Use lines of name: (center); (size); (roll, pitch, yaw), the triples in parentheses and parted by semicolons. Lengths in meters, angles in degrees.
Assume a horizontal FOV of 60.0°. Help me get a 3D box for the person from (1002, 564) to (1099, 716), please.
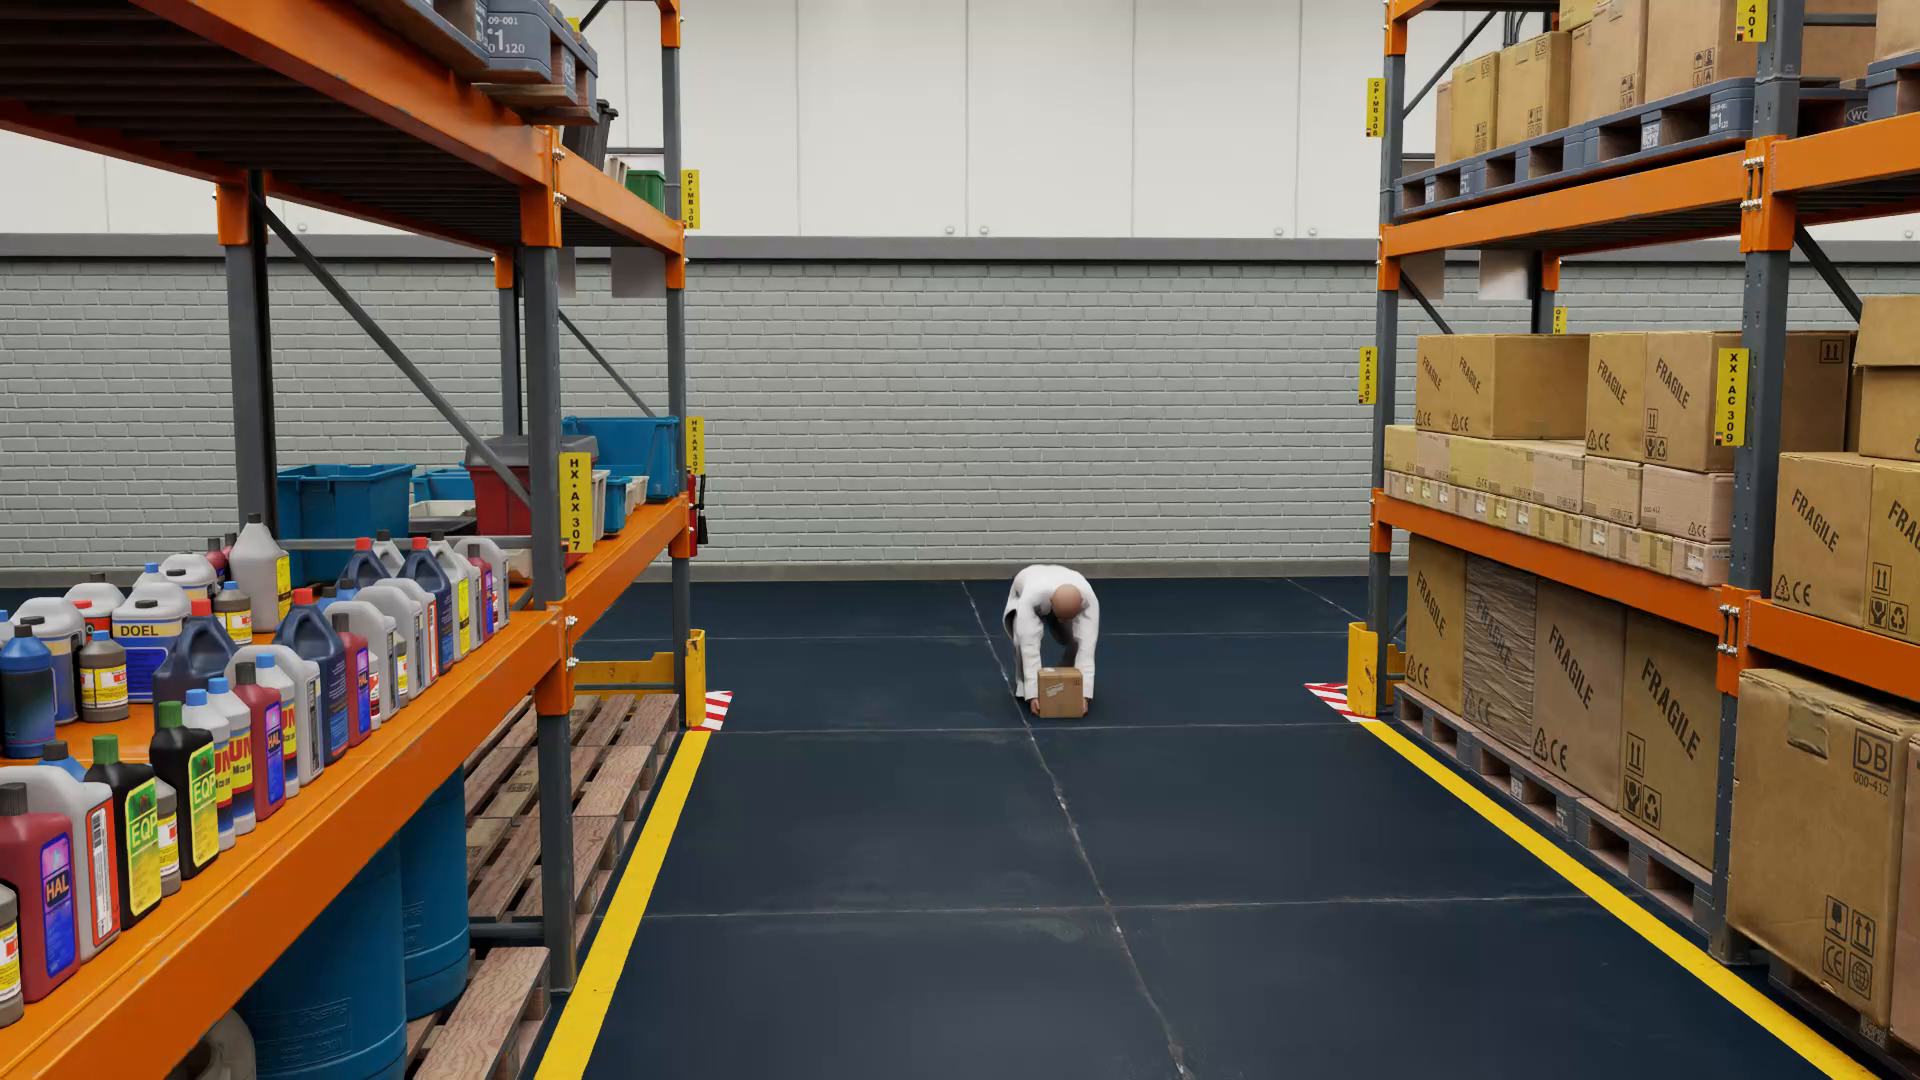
person: (0.541, 0.581, 10.059); (0.554, 0.836, 0.950); (-1, 7, -5)
